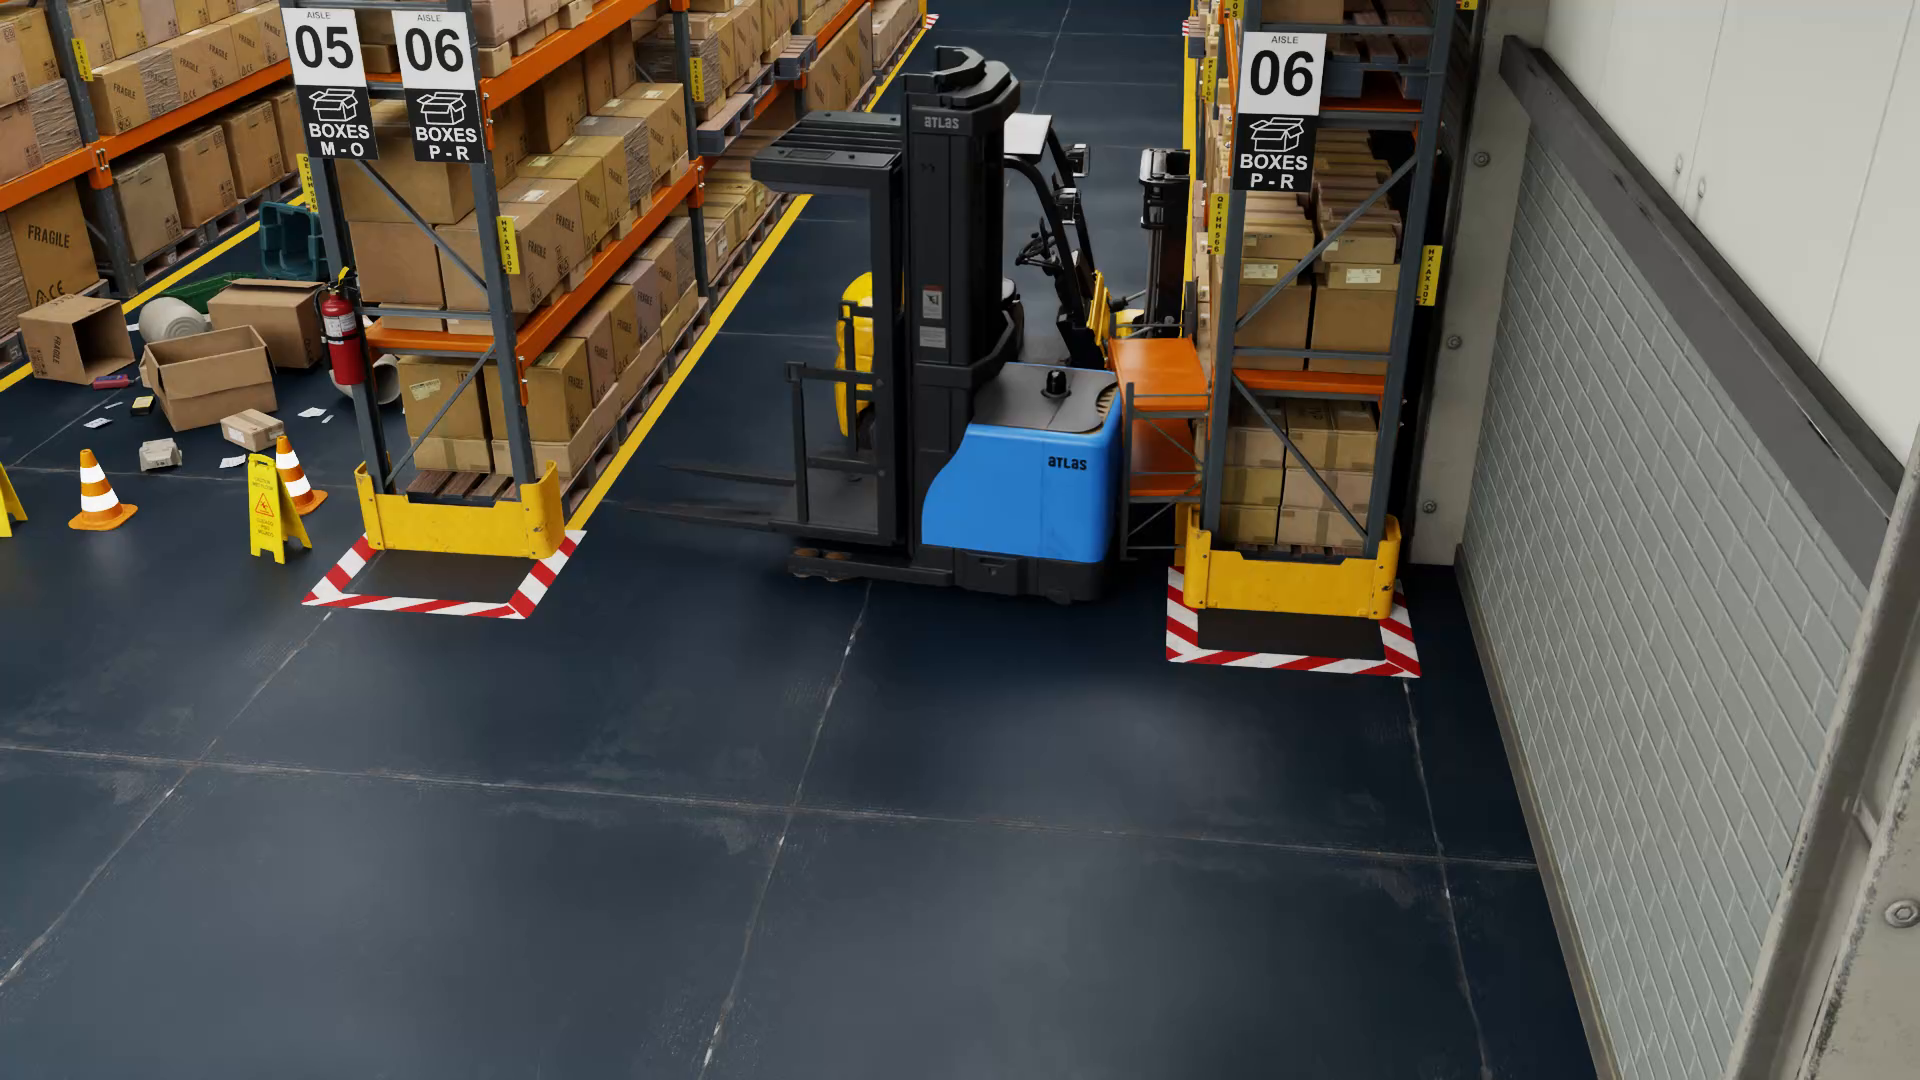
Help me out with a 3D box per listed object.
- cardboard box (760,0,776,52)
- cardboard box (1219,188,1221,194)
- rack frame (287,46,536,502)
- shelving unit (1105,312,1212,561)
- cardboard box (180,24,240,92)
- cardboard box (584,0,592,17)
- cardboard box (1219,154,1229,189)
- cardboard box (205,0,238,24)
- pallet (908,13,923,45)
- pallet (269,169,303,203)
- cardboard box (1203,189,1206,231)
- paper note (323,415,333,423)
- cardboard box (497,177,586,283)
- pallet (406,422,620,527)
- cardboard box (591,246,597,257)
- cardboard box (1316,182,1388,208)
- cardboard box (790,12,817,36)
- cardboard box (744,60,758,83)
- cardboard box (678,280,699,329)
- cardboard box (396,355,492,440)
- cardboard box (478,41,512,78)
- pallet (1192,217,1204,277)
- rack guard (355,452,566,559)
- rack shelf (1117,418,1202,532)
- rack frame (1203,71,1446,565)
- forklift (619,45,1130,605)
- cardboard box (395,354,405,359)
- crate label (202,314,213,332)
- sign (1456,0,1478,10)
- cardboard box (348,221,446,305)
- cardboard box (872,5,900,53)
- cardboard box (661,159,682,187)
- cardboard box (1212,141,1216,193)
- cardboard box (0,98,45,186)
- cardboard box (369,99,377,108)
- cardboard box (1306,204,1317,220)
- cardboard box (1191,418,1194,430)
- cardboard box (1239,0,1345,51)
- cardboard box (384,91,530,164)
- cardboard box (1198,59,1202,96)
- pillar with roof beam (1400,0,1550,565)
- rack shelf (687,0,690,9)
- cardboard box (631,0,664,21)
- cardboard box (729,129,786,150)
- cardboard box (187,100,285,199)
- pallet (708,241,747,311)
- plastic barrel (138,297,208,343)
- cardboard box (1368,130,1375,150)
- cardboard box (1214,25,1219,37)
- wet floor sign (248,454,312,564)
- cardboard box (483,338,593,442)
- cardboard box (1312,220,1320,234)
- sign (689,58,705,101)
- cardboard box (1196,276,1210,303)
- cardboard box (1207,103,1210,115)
[{"bbox_3d":[-1.954,-4.694,14.938,0.500,0.500,0.500,1,28,3],"label":"cardboard box"},{"bbox_3d":[1.782,-2.108,10.211,0.380,0.149,0.250,4,29,7],"label":"cardboard box"},{"bbox_3d":[-3.042,-1.280,9.464,1.000,3.000,0.127,3,28,6],"label":"rack frame"},{"bbox_3d":[1.167,-0.630,9.892,0.538,1.125,1.048,-1,30,0],"label":"shelving unit"},{"bbox_3d":[-6.958,-4.391,15.132,0.500,0.500,0.500,4,29,7],"label":"cardboard box"},{"bbox_3d":[-2.532,-3.362,10.431,0.380,0.149,0.250,3,28,5],"label":"cardboard box"},{"bbox_3d":[1.777,-2.241,10.145,0.380,0.149,0.250,4,29,7],"label":"cardboard box"},{"bbox_3d":[-7.173,-5.080,15.357,0.700,0.500,0.500,3,28,5],"label":"cardboard box"},{"bbox_3d":[-1.102,-7.203,23.398,1.003,0.211,1.213,3,28,6],"label":"pallet"},{"bbox_3d":[-7.158,-3.692,16.880,1.003,0.211,1.213,3,28,6],"label":"pallet"},{"bbox_3d":[2.621,-2.981,14.681,0.875,0.625,0.625,2,28,4],"label":"cardboard box"},{"bbox_3d":[-4.501,-0.862,11.839,0.032,0.001,0.123,3,28,6],"label":"paper note"},{"bbox_3d":[-2.648,-1.906,10.206,0.500,0.500,0.500,4,29,8],"label":"cardboard box"},{"bbox_3d":[-2.898,-0.469,10.897,1.003,0.211,1.213,3,28,6],"label":"pallet"},{"bbox_3d":[-2.617,-1.926,10.927,0.380,0.149,0.250,4,29,8],"label":"cardboard box"},{"bbox_3d":[2.267,-1.962,9.626,0.380,0.149,0.250,4,29,6],"label":"cardboard box"},{"bbox_3d":[-1.752,-5.196,16.890,0.500,0.250,0.500,3,28,5],"label":"cardboard box"},{"bbox_3d":[-1.983,-4.091,14.503,0.380,0.149,0.250,4,29,8],"label":"cardboard box"},{"bbox_3d":[-2.357,-1.844,12.966,0.500,0.250,0.500,5,29,9],"label":"cardboard box"},{"bbox_3d":[-3.202,-0.977,10.566,0.500,0.500,0.500,4,29,7],"label":"cardboard box"},{"bbox_3d":[-2.679,-2.627,9.067,0.380,0.149,0.250,3,28,6],"label":"cardboard box"},{"bbox_3d":[2.574,-2.574,14.805,1.003,0.211,1.213,3,28,6],"label":"pallet"},{"bbox_3d":[-3.032,-0.215,10.123,1.175,0.500,0.348,3,28,6],"label":"rack guard"},{"bbox_3d":[1.169,-0.417,10.013,0.538,0.278,1.000,-1,30,0],"label":"rack shelf"},{"bbox_3d":[1.885,-0.993,8.931,1.000,3.000,0.127,3,28,6],"label":"rack frame"},{"bbox_3d":[-0.536,-1.280,9.536,3.031,2.935,1.130,7,29,12],"label":"forklift"},{"bbox_3d":[-4.033,-1.638,12.761,0.500,0.500,0.500,-24,36,-37],"label":"cardboard box"},{"bbox_3d":[-5.968,-1.735,13.326,0.298,0.136,0.250,-17,33,-29],"label":"crate label"},{"bbox_3d":[2.435,-2.699,7.929,0.100,0.325,0.005,3,28,6],"label":"sign"},{"bbox_3d":[-3.249,-1.727,9.873,0.500,0.500,0.500,3,28,5],"label":"cardboard box"},{"bbox_3d":[-1.279,-6.696,21.776,0.875,0.438,0.875,3,28,5],"label":"cardboard box"},{"bbox_3d":[-2.312,-2.766,12.486,0.380,0.149,0.250,4,29,7],"label":"cardboard box"},{"bbox_3d":[2.014,-2.481,11.586,0.500,0.500,0.500,4,29,7],"label":"cardboard box"},{"bbox_3d":[-7.555,-3.035,12.562,0.875,0.550,0.550,3,28,6],"label":"cardboard box"},{"bbox_3d":[-6.647,-4.689,17.983,0.500,0.500,0.500,2,28,4],"label":"cardboard box"},{"bbox_3d":[2.321,-1.738,10.208,0.500,0.500,0.500,3,28,6],"label":"cardboard box"},{"bbox_3d":[1.749,-0.915,10.715,0.500,0.250,0.500,3,28,5],"label":"cardboard box"},{"bbox_3d":[1.697,-2.809,8.486,0.500,0.500,0.500,4,29,8],"label":"cardboard box"},{"bbox_3d":[-3.166,-2.632,10.500,0.700,0.500,0.500,3,28,6],"label":"cardboard box"},{"bbox_3d":[3.073,-5.512,19.511,0.500,0.500,0.500,5,29,8],"label":"cardboard box"},{"bbox_3d":[-1.408,-4.160,8.484,9.100,9.000,0.400,3,28,6],"label":"pillar with roof beam"},{"bbox_3d":[-2.307,-5.108,14.165,1.077,0.370,4.000,3,28,6],"label":"rack shelf"},{"bbox_3d":[-2.648,-4.364,13.642,0.380,0.149,0.250,3,28,5],"label":"cardboard box"},{"bbox_3d":[-2.141,-3.809,16.485,0.950,0.372,0.625,1,28,3],"label":"cardboard box"},{"bbox_3d":[-7.254,-3.787,16.047,1.050,0.750,0.750,4,29,7],"label":"cardboard box"},{"bbox_3d":[-2.458,-2.302,14.300,1.003,0.211,1.213,3,28,6],"label":"pallet"},{"bbox_3d":[-6.093,-1.646,12.859,0.421,0.421,0.512,-24,36,-37],"label":"plastic barrel"},{"bbox_3d":[2.525,-2.686,10.969,0.380,0.149,0.250,3,28,5],"label":"cardboard box"},{"bbox_3d":[2.386,-4.348,14.368,0.380,0.149,0.250,4,29,7],"label":"cardboard box"},{"bbox_3d":[-4.127,-0.216,9.971,0.267,0.644,0.232,14,31,24],"label":"wet floor sign"},{"bbox_3d":[-2.666,-0.960,10.534,0.500,0.500,0.500,2,28,4],"label":"cardboard box"},{"bbox_3d":[2.189,-1.707,9.466,0.380,0.149,0.250,3,28,5],"label":"cardboard box"},{"bbox_3d":[-2.012,-3.516,12.701,0.100,0.325,0.005,3,28,6],"label":"sign"},{"bbox_3d":[1.882,-1.606,11.471,0.500,0.250,0.500,4,29,8],"label":"cardboard box"},{"bbox_3d":[2.237,-3.519,13.250,0.500,0.250,0.500,3,28,5],"label":"cardboard box"}]
